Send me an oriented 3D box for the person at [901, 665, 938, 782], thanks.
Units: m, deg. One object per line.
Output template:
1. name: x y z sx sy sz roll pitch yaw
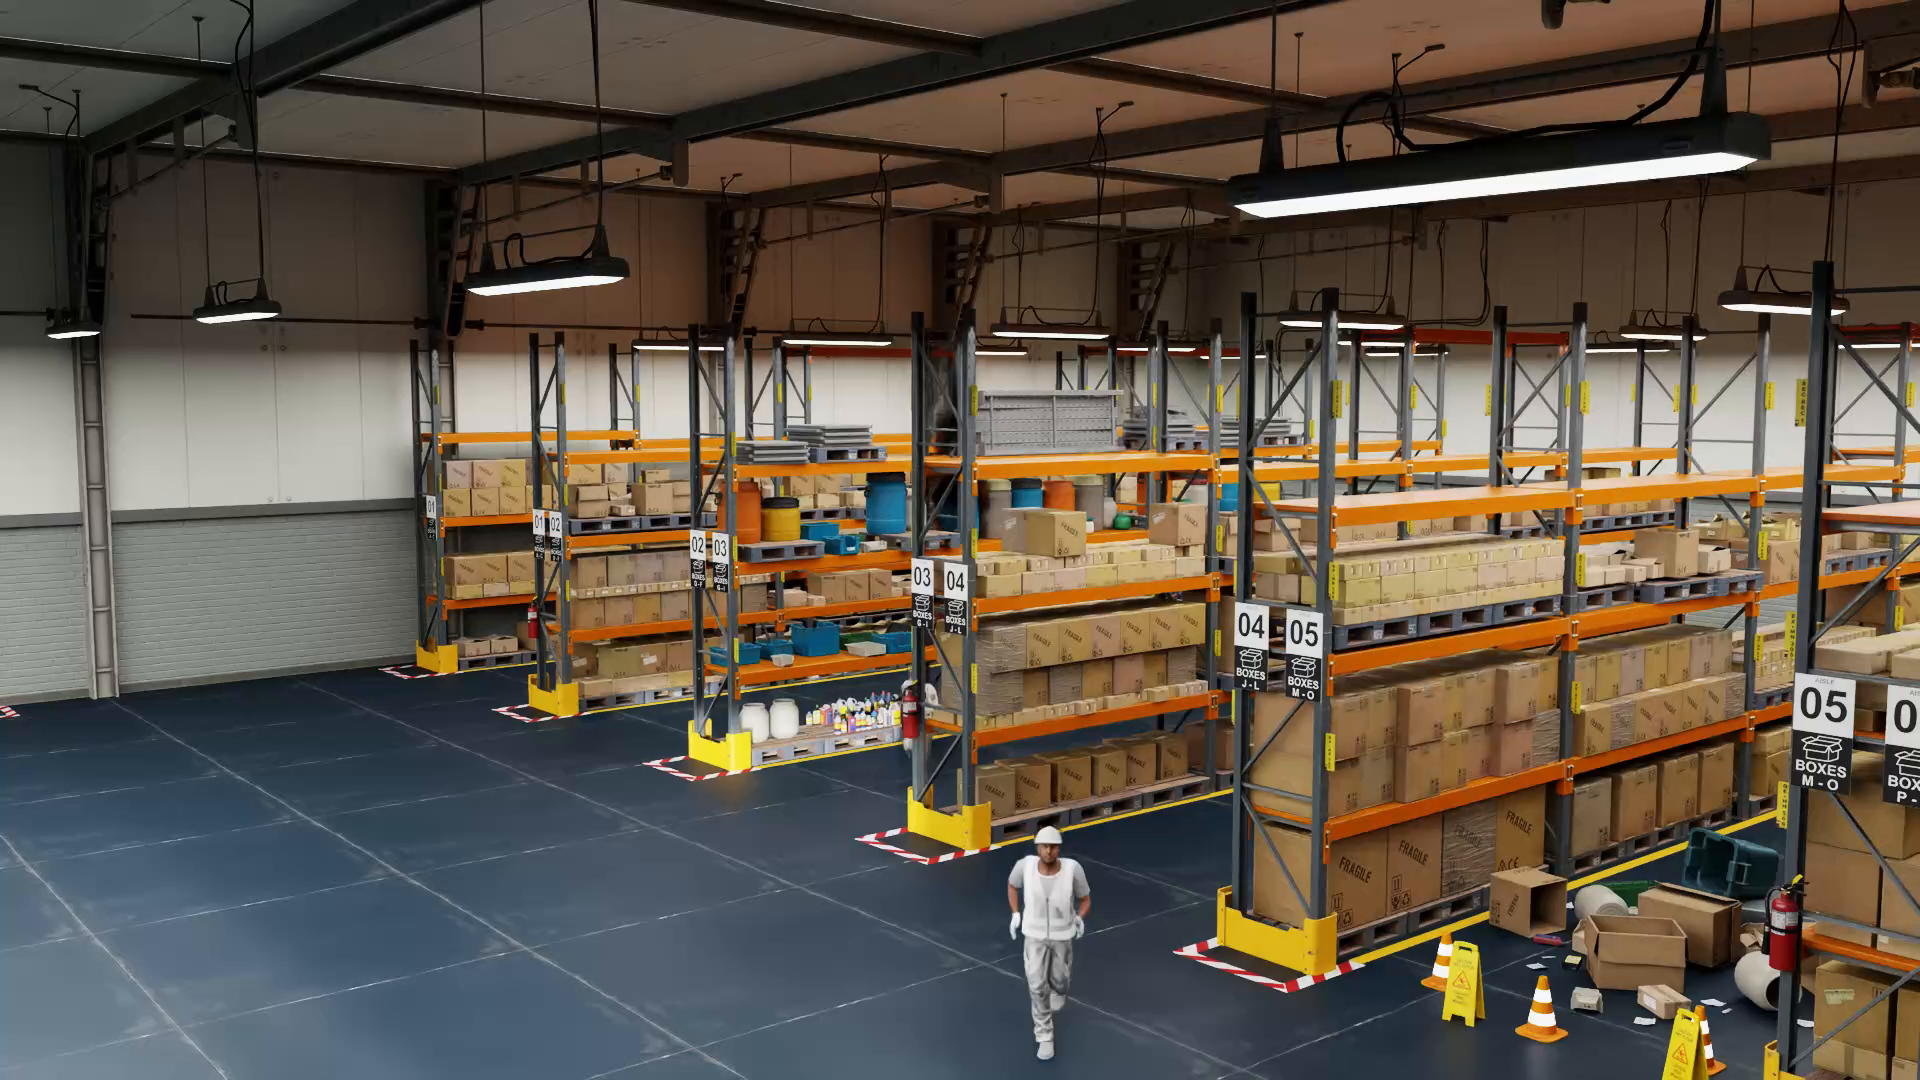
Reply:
1. person: -0.541 2.370 21.481 0.600 1.609 0.758 2 6 18

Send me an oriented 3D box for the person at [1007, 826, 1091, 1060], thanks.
1. person: 0.697 3.085 13.099 0.661 1.757 0.891 0 5 4
